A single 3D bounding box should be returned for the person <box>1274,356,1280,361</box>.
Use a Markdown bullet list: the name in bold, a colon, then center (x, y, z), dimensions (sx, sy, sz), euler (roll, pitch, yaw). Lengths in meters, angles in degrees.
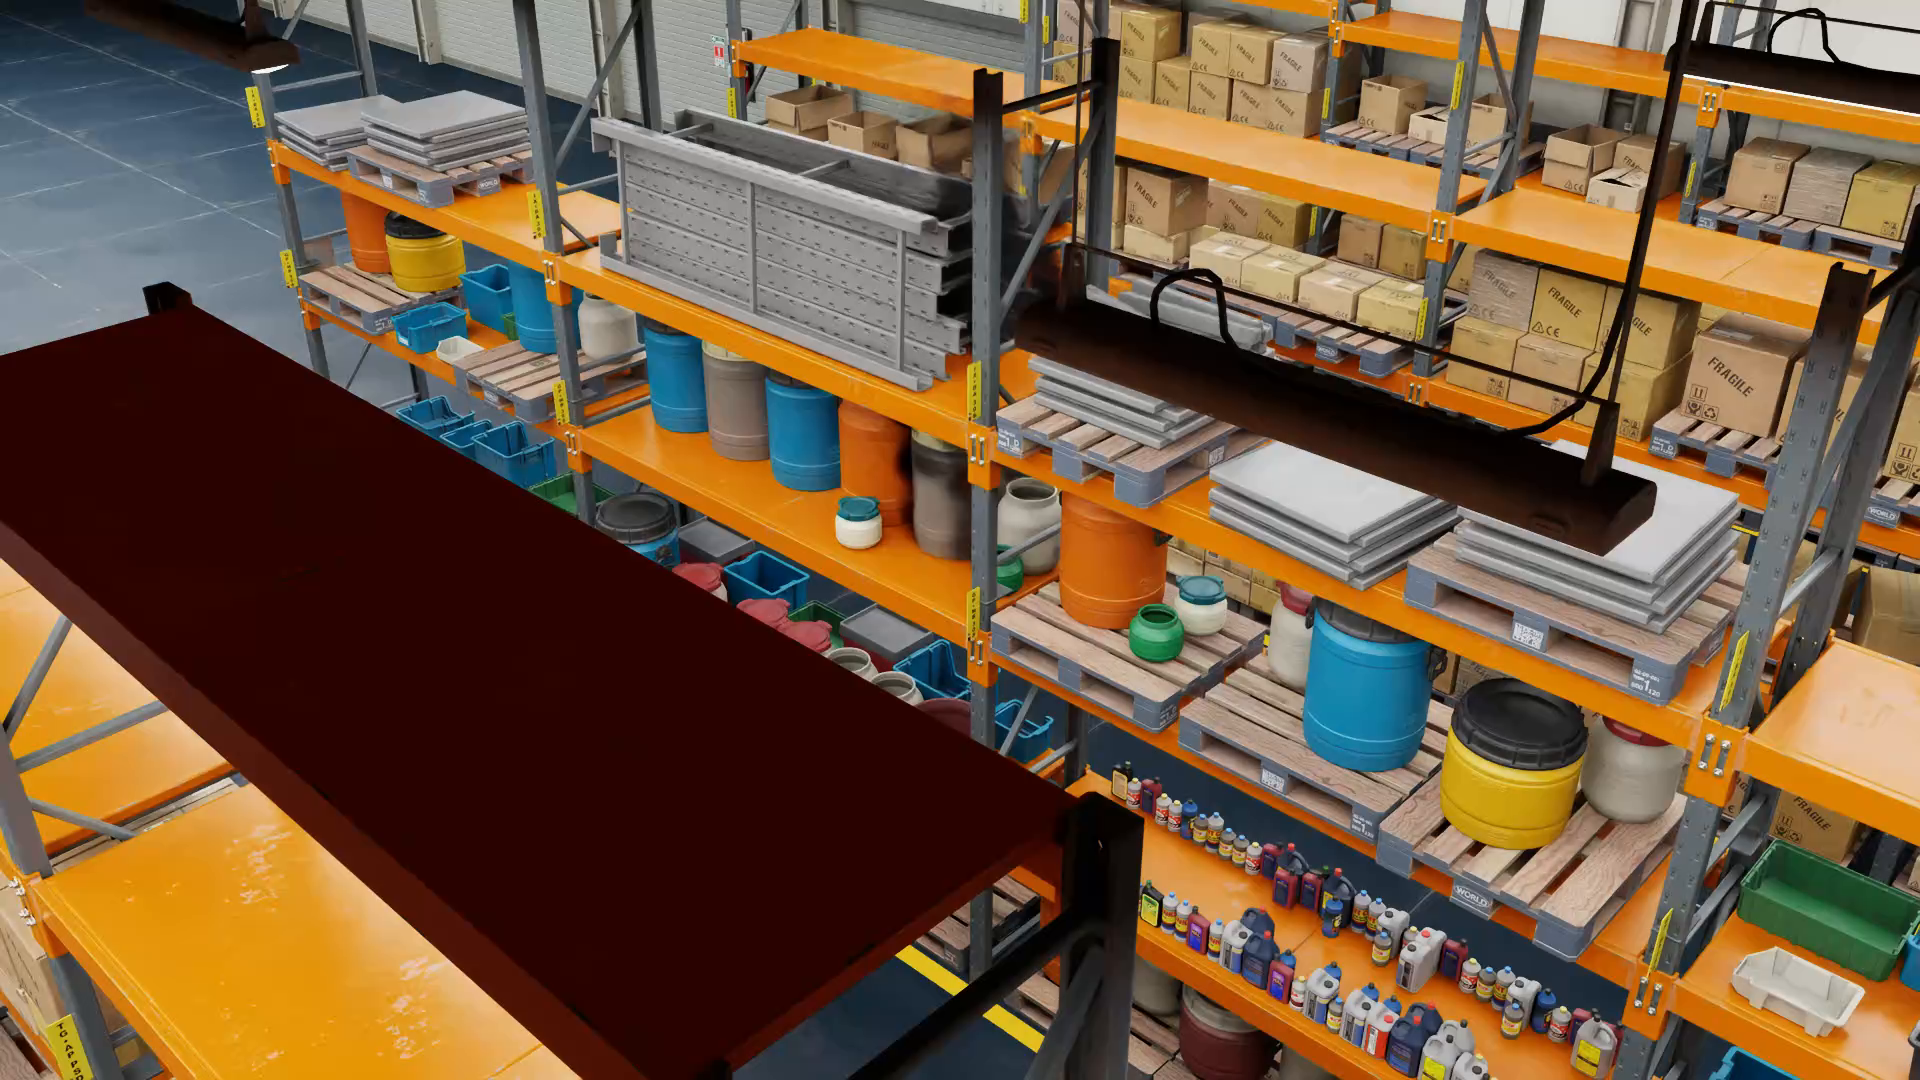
- **person**: center (2.865, -1.238, 16.675), dimensions (0.848, 1.806, 0.705), euler (22, 36, 34)
